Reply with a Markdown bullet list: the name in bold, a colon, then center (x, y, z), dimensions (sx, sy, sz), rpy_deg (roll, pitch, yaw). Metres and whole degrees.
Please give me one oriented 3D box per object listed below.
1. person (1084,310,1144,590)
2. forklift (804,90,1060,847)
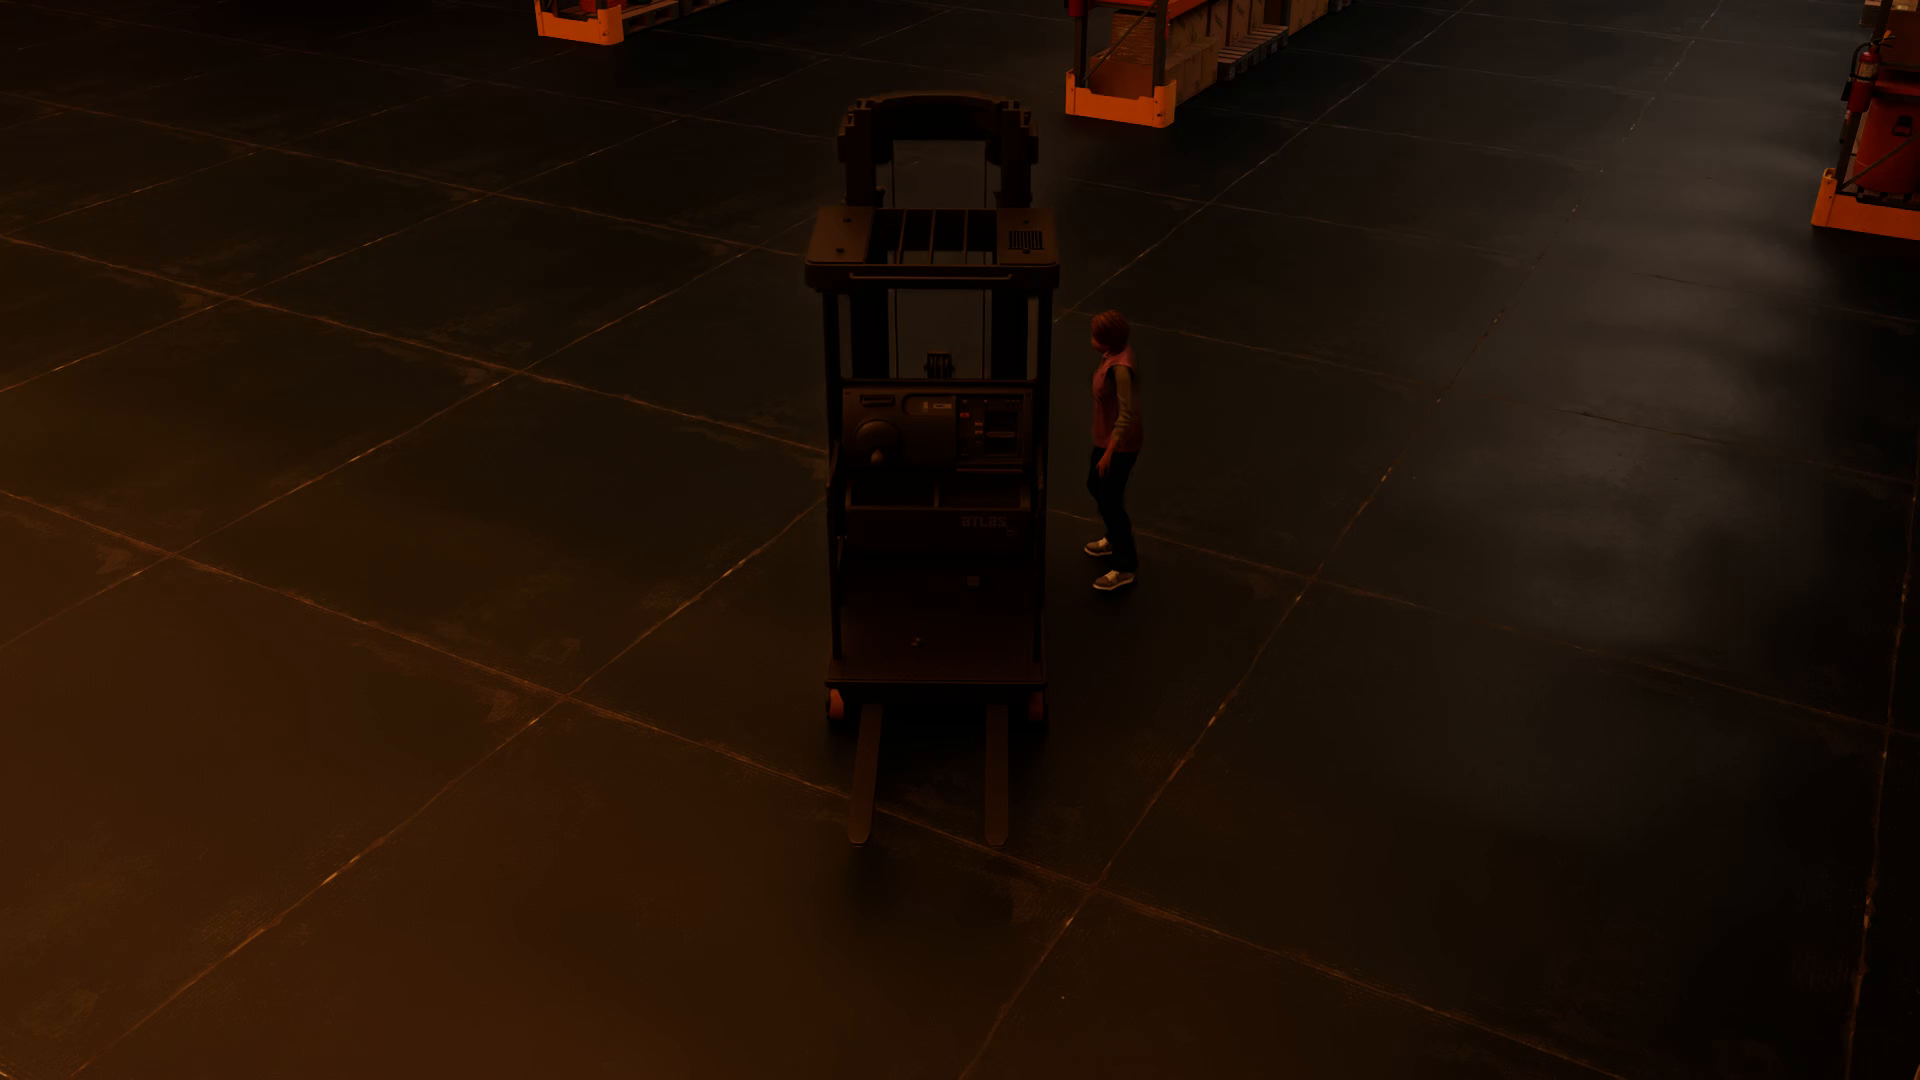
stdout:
- **person**: center (0.873, -0.545, 9.376), dimensions (0.324, 1.574, 0.654), rpy_deg (0, 30, 0)
- **forklift**: center (-0.111, -0.504, 7.944), dimensions (1.130, 2.935, 3.031), rpy_deg (1, 30, 1)
